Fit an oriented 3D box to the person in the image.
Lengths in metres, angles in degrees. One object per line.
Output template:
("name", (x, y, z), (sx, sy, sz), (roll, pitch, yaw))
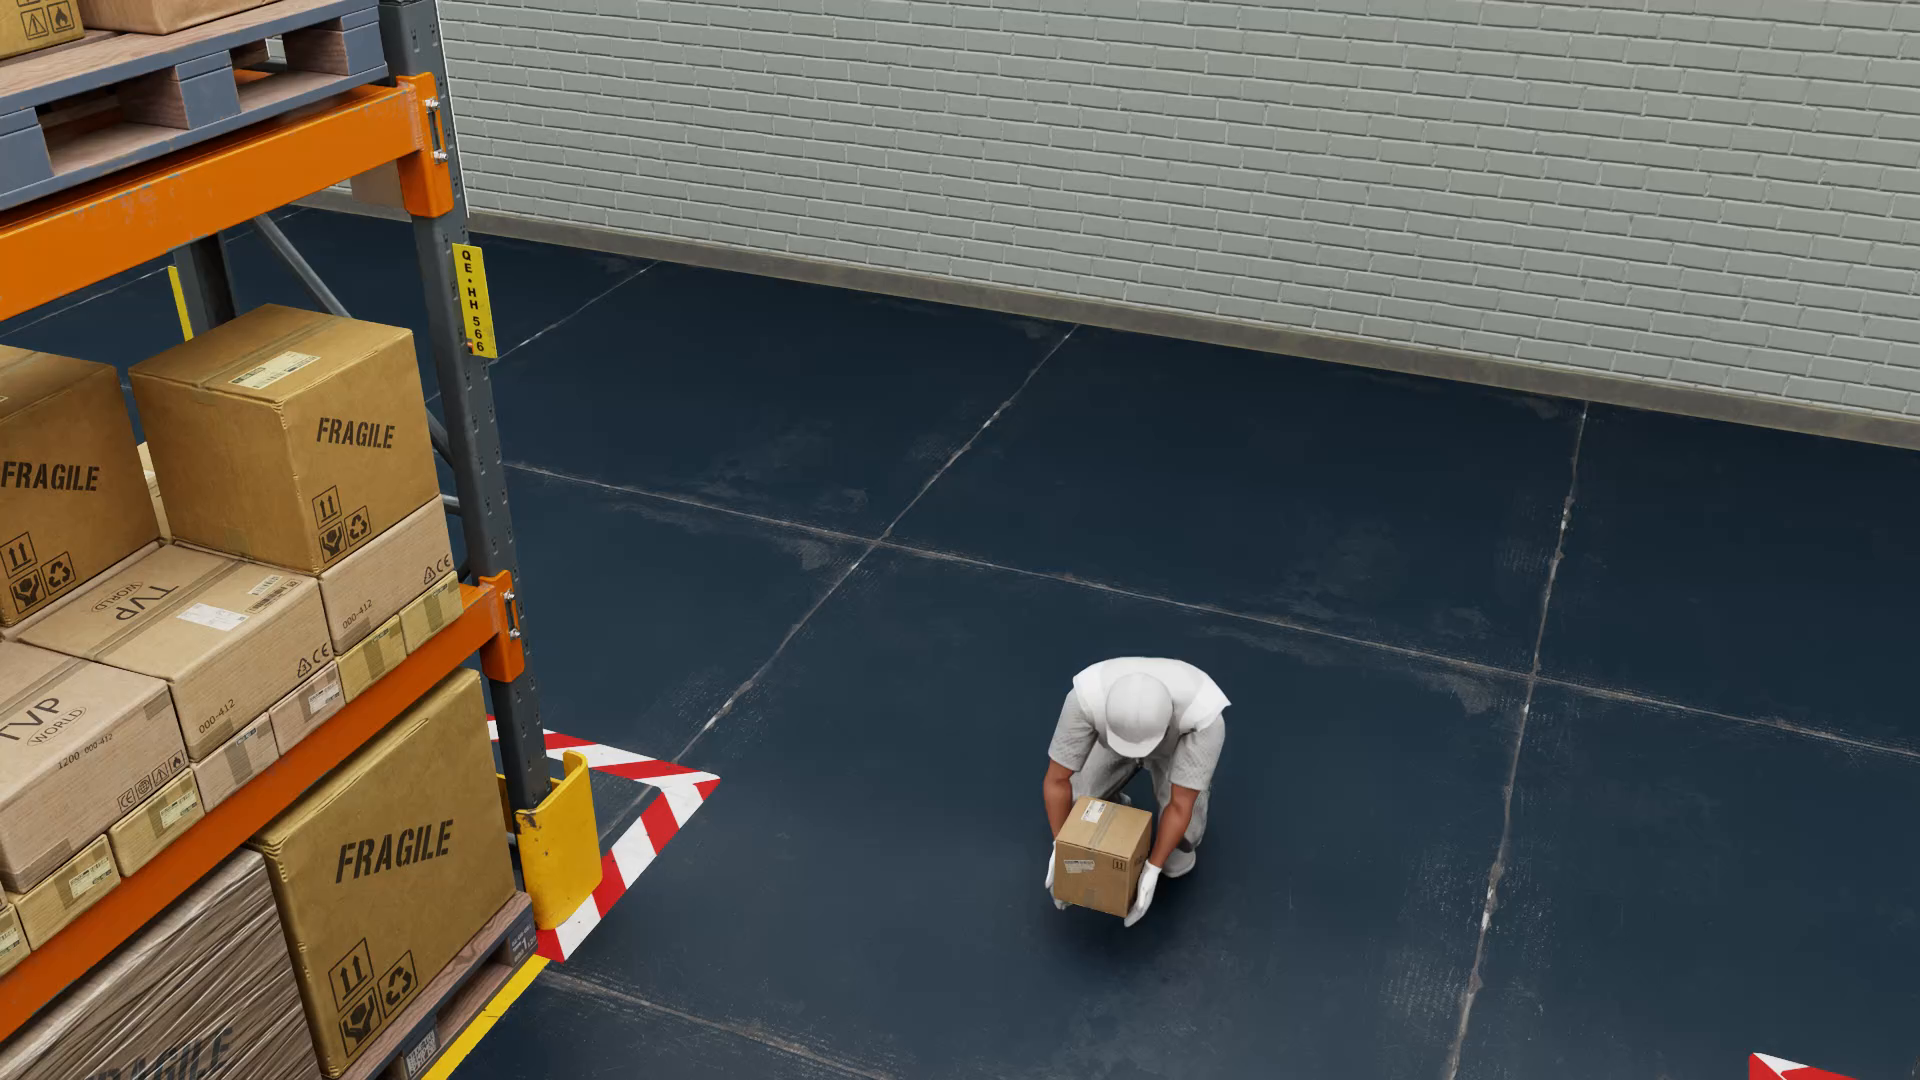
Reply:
("person", (0.606, 0.735, 5.616), (0.542, 0.993, 0.892), (11, 31, 19))
